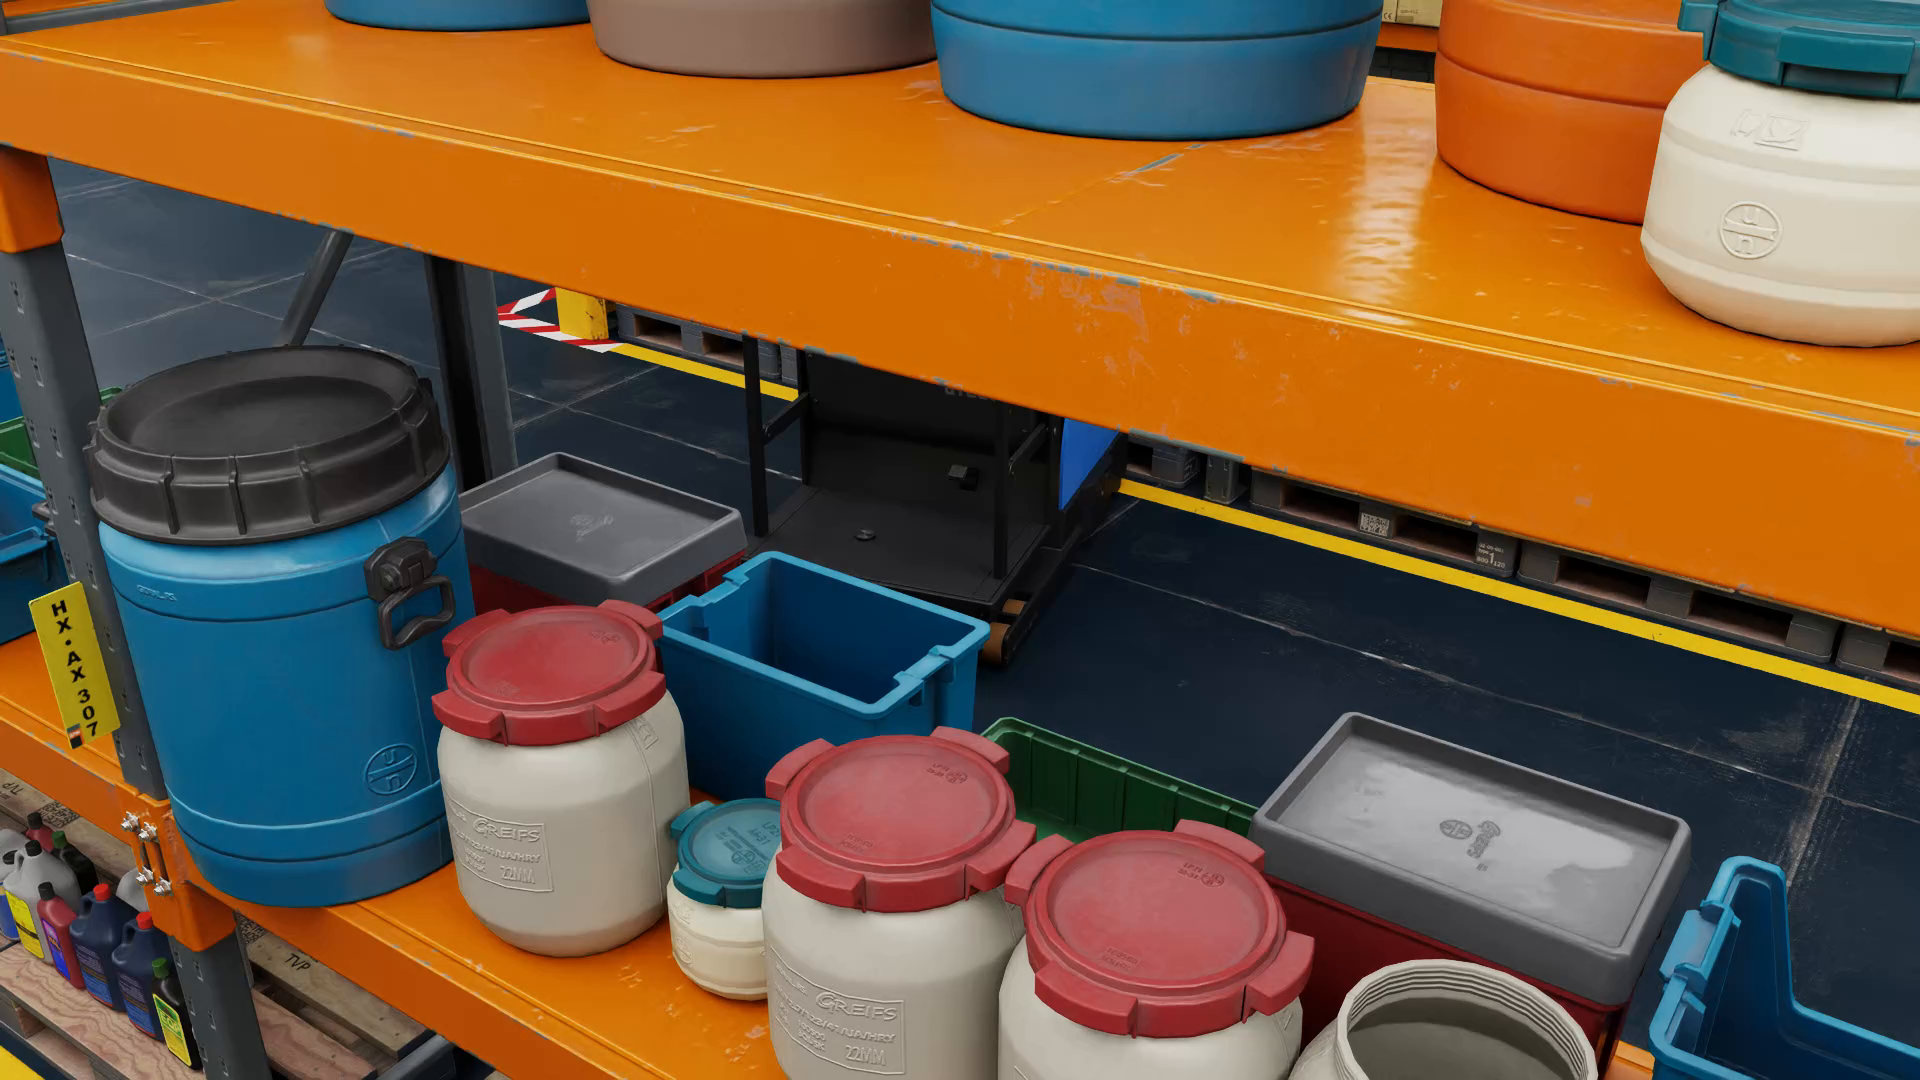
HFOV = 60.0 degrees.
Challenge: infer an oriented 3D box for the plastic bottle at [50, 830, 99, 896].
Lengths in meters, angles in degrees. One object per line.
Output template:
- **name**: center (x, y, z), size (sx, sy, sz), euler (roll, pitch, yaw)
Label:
- **plastic bottle**: center (-2.443, 0.941, 4.603), size (0.133, 0.283, 0.061), euler (17, 32, 30)

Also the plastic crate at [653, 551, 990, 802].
- **plastic crate**: center (-0.276, 0.336, 3.301), size (0.575, 0.384, 0.392), euler (17, 32, 30)

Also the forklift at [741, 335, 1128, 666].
- **forklift**: center (-0.221, -1.041, 6.064), size (1.130, 2.935, 3.031), euler (10, 29, 18)

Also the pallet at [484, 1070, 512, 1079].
- **pallet**: center (-0.692, 1.591, 3.890), size (1.213, 0.211, 1.003), euler (17, 32, 30)

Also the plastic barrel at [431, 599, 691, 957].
- **plastic barrel**: center (-0.697, 0.429, 2.951), size (0.433, 0.535, 0.433), euler (0, 27, 0)

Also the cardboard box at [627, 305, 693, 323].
- **cardboard box**: center (-1.535, -1.457, 9.375), size (0.500, 0.250, 0.500), euler (17, 32, 30)

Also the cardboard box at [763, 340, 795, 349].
- **cardboard box**: center (-0.709, -1.202, 8.873), size (0.500, 0.250, 0.500), euler (17, 32, 30)

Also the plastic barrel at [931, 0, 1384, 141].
- **plastic barrel**: center (0.259, -1.013, 2.074), size (0.708, 0.901, 0.600), euler (17, 32, 30)

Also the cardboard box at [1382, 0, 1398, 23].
- **cardboard box**: center (2.857, -3.747, 11.449), size (0.500, 0.250, 0.500), euler (17, 32, 30)

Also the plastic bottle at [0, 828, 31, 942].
- **plastic bottle**: center (-2.611, 0.946, 4.601), size (0.135, 0.276, 0.152), euler (18, 32, 31)

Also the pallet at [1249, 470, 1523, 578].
- **pallet**: center (2.076, -0.272, 7.552), size (1.213, 0.211, 1.003), euler (17, 32, 30)

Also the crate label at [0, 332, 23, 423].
- **crate label**: center (-2.988, -0.510, 4.906), size (0.616, 0.435, 0.502), euler (17, 32, 30)

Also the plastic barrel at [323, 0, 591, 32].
- **plastic barrel**: center (-0.819, -1.349, 2.734), size (0.708, 0.901, 0.600), euler (17, 32, 30)

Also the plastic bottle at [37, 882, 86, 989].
- **plastic bottle**: center (-2.371, 1.043, 4.403), size (0.133, 0.283, 0.061), euler (20, 33, 34)

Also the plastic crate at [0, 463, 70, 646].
- **plastic crate**: center (-2.427, 0.045, 4.018), size (0.616, 0.251, 0.499), euler (17, 32, 30)

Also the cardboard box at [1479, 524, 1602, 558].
- **cardboard box**: center (2.488, -0.191, 6.887), size (0.500, 0.250, 0.500), euler (16, 31, 29)

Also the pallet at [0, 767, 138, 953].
- **pallet**: center (-2.901, 0.903, 5.242), size (1.213, 0.211, 1.003), euler (17, 32, 30)

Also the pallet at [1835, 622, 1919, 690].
- **pallet**: center (4.087, 0.355, 6.320), size (1.213, 0.211, 1.003), euler (17, 32, 30)

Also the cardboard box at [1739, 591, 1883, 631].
- **cardboard box**: center (3.332, 0.071, 6.372), size (0.500, 0.250, 0.500), euler (18, 32, 31)

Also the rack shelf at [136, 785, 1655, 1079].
- **rack shelf**: center (0.287, 0.996, 2.779), size (4.000, 0.370, 1.077), euler (17, 32, 30)

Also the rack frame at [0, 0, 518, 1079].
- **rack frame**: center (-1.361, 0.162, 3.625), size (0.127, 3.000, 1.000), euler (17, 32, 30)

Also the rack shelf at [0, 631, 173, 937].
- **rack shelf**: center (-3.010, -0.031, 4.798), size (4.000, 0.370, 1.077), euler (17, 32, 30)

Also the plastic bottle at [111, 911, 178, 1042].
- **plastic bottle**: center (-2.055, 1.088, 4.240), size (0.185, 0.351, 0.144), euler (16, 31, 29)

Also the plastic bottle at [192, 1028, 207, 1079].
- **plastic bottle**: center (-1.837, 1.236, 4.114), size (0.097, 0.201, 0.097), euler (0, 27, 0)

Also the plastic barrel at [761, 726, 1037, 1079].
- **plastic barrel**: center (-0.092, 0.617, 2.580), size (0.433, 0.535, 0.433), euler (0, 27, 0)

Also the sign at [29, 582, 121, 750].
- **sign**: center (-1.682, 0.241, 3.164), size (0.005, 0.325, 0.100), euler (17, 32, 30)

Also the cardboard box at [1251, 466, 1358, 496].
- **cardboard box**: center (1.639, -0.455, 7.405), size (0.500, 0.250, 0.500), euler (16, 31, 29)

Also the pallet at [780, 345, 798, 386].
- **pallet**: center (-0.195, -0.979, 8.942), size (1.213, 0.211, 1.003), euler (17, 32, 30)

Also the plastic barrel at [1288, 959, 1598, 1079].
- **plastic barrel**: center (0.620, 0.846, 2.156), size (0.421, 0.512, 0.421), euler (0, 27, 0)

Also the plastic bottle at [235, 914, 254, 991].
- **plastic bottle**: center (-1.974, 1.035, 4.345), size (0.185, 0.351, 0.144), euler (17, 32, 30)

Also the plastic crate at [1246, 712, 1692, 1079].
- **plastic crate**: center (0.777, 0.631, 2.633), size (0.583, 0.464, 0.402), euler (17, 32, 30)

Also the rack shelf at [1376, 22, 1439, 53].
- **rack shelf**: center (2.599, -3.735, 12.076), size (4.000, 0.370, 1.077), euler (17, 32, 30)
